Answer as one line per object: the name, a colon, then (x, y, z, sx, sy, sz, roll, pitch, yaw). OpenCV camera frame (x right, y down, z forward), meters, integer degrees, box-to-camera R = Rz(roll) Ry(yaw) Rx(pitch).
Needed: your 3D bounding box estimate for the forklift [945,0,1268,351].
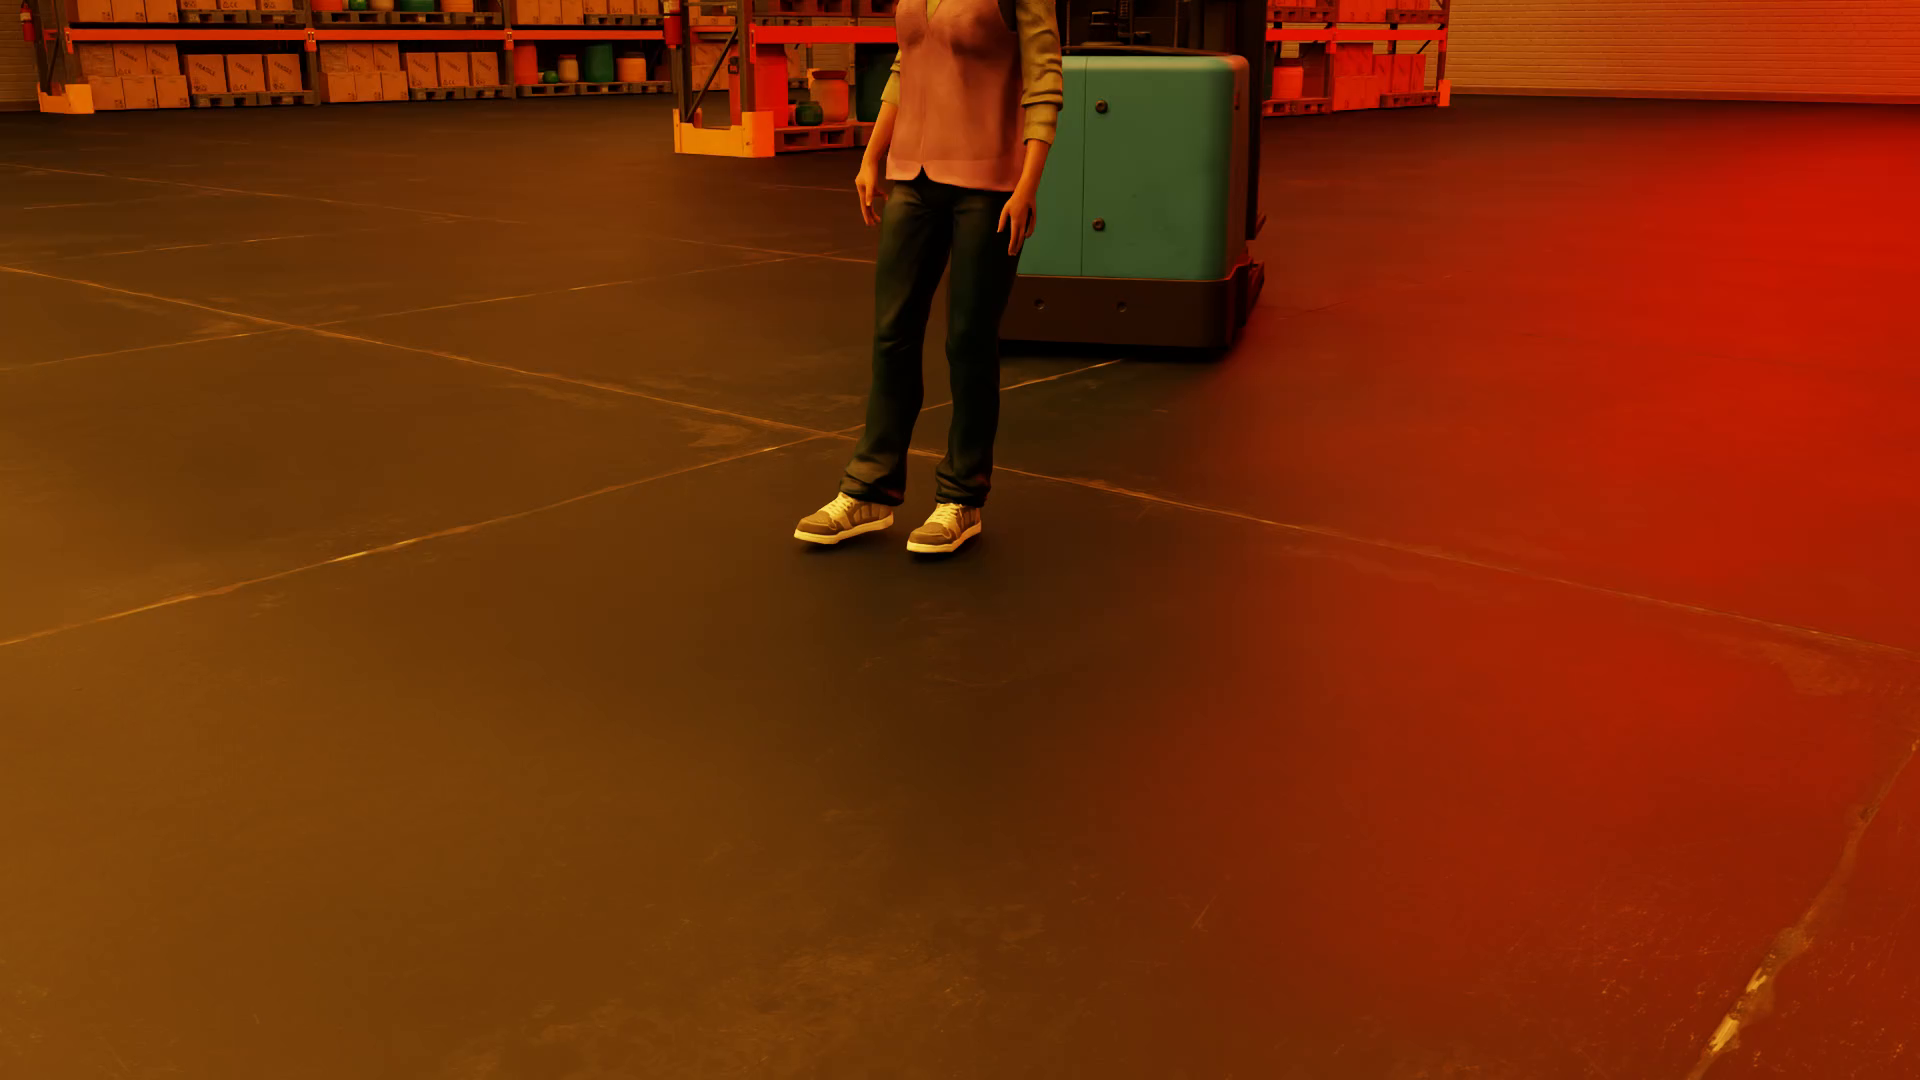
forklift: (0.782, -2.479, 7.063, 1.130, 2.935, 3.031, 4, 17, 13)

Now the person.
person: (-0.058, -0.757, 3.661, 0.521, 1.599, 0.473, 13, 21, 37)
